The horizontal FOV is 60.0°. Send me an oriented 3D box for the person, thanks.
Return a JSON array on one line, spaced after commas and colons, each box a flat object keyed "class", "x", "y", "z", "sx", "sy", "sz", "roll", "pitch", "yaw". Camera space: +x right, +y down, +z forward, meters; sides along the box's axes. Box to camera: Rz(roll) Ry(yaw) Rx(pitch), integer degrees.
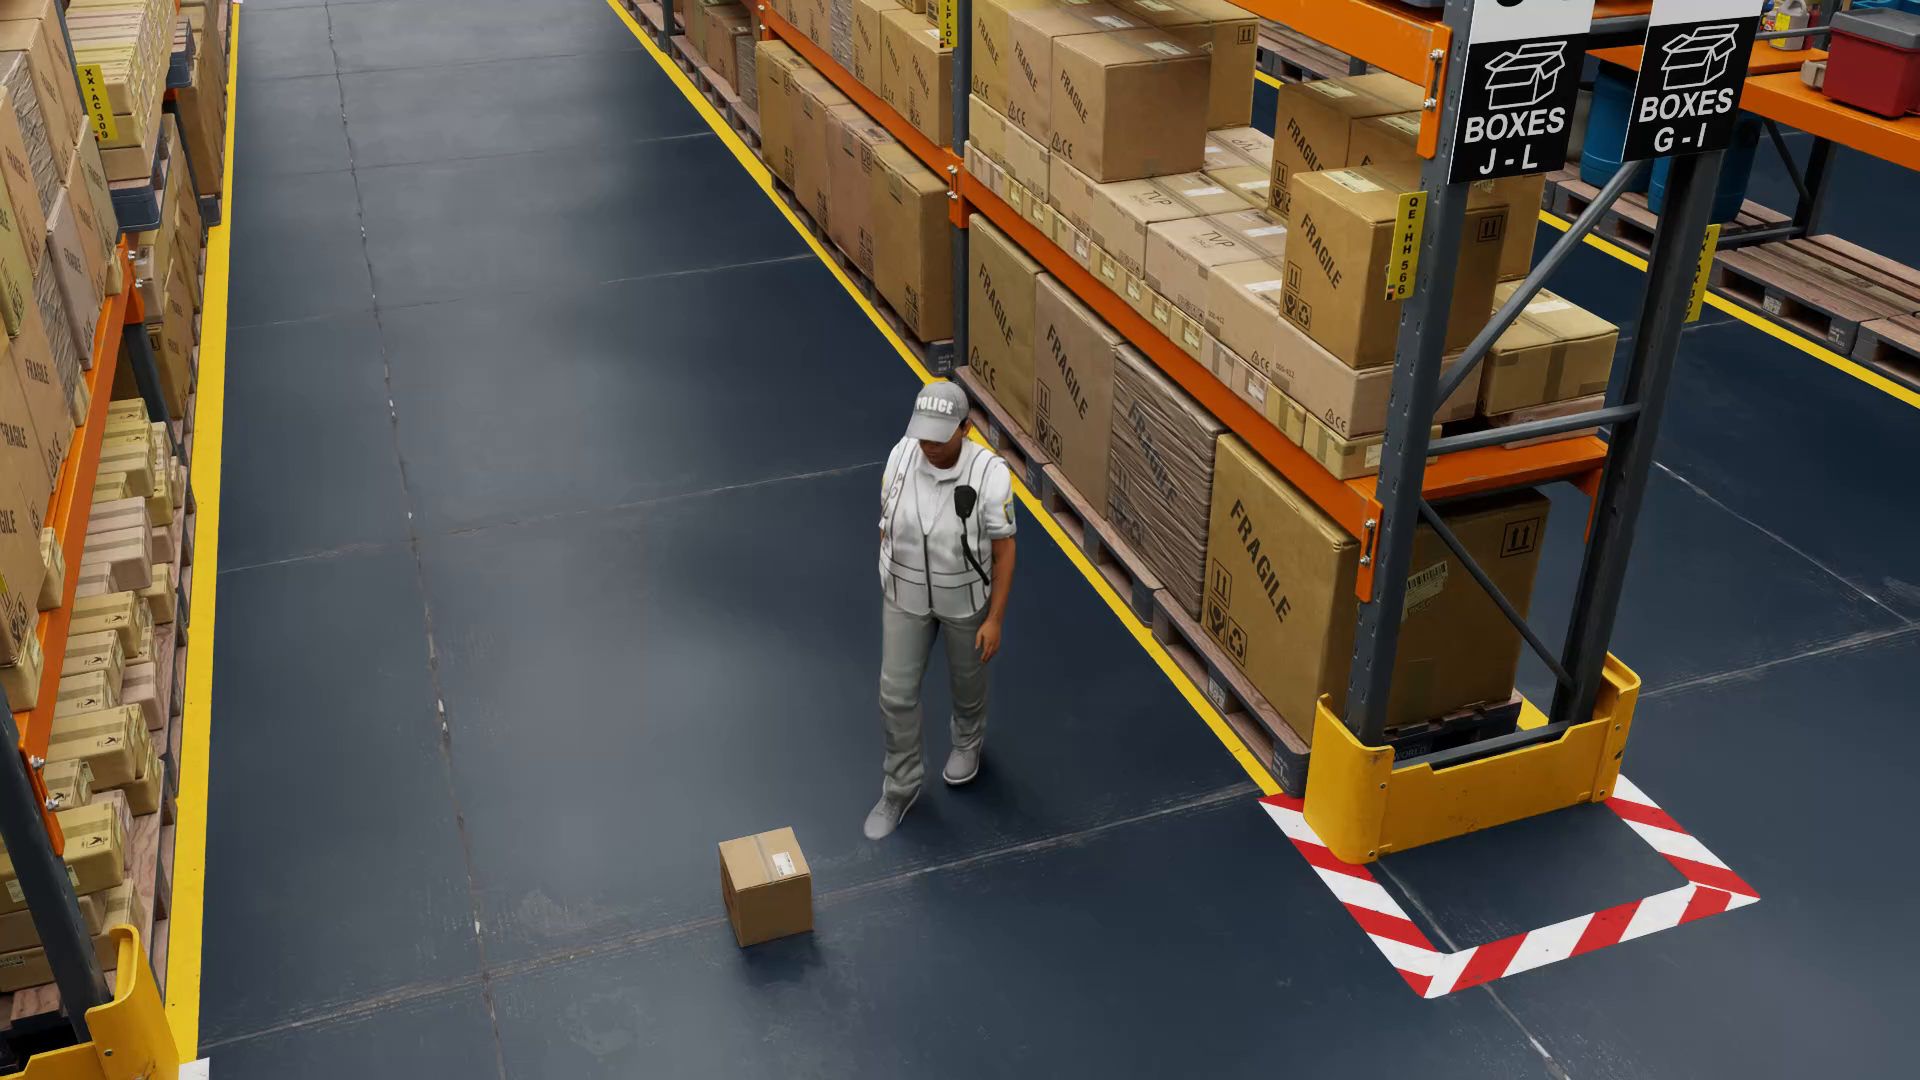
[{"class": "person", "x": -0.056, "y": 0.231, "z": 5.750, "sx": 0.503, "sy": 1.707, "sz": 0.619, "roll": 6, "pitch": 31, "yaw": 10}]
